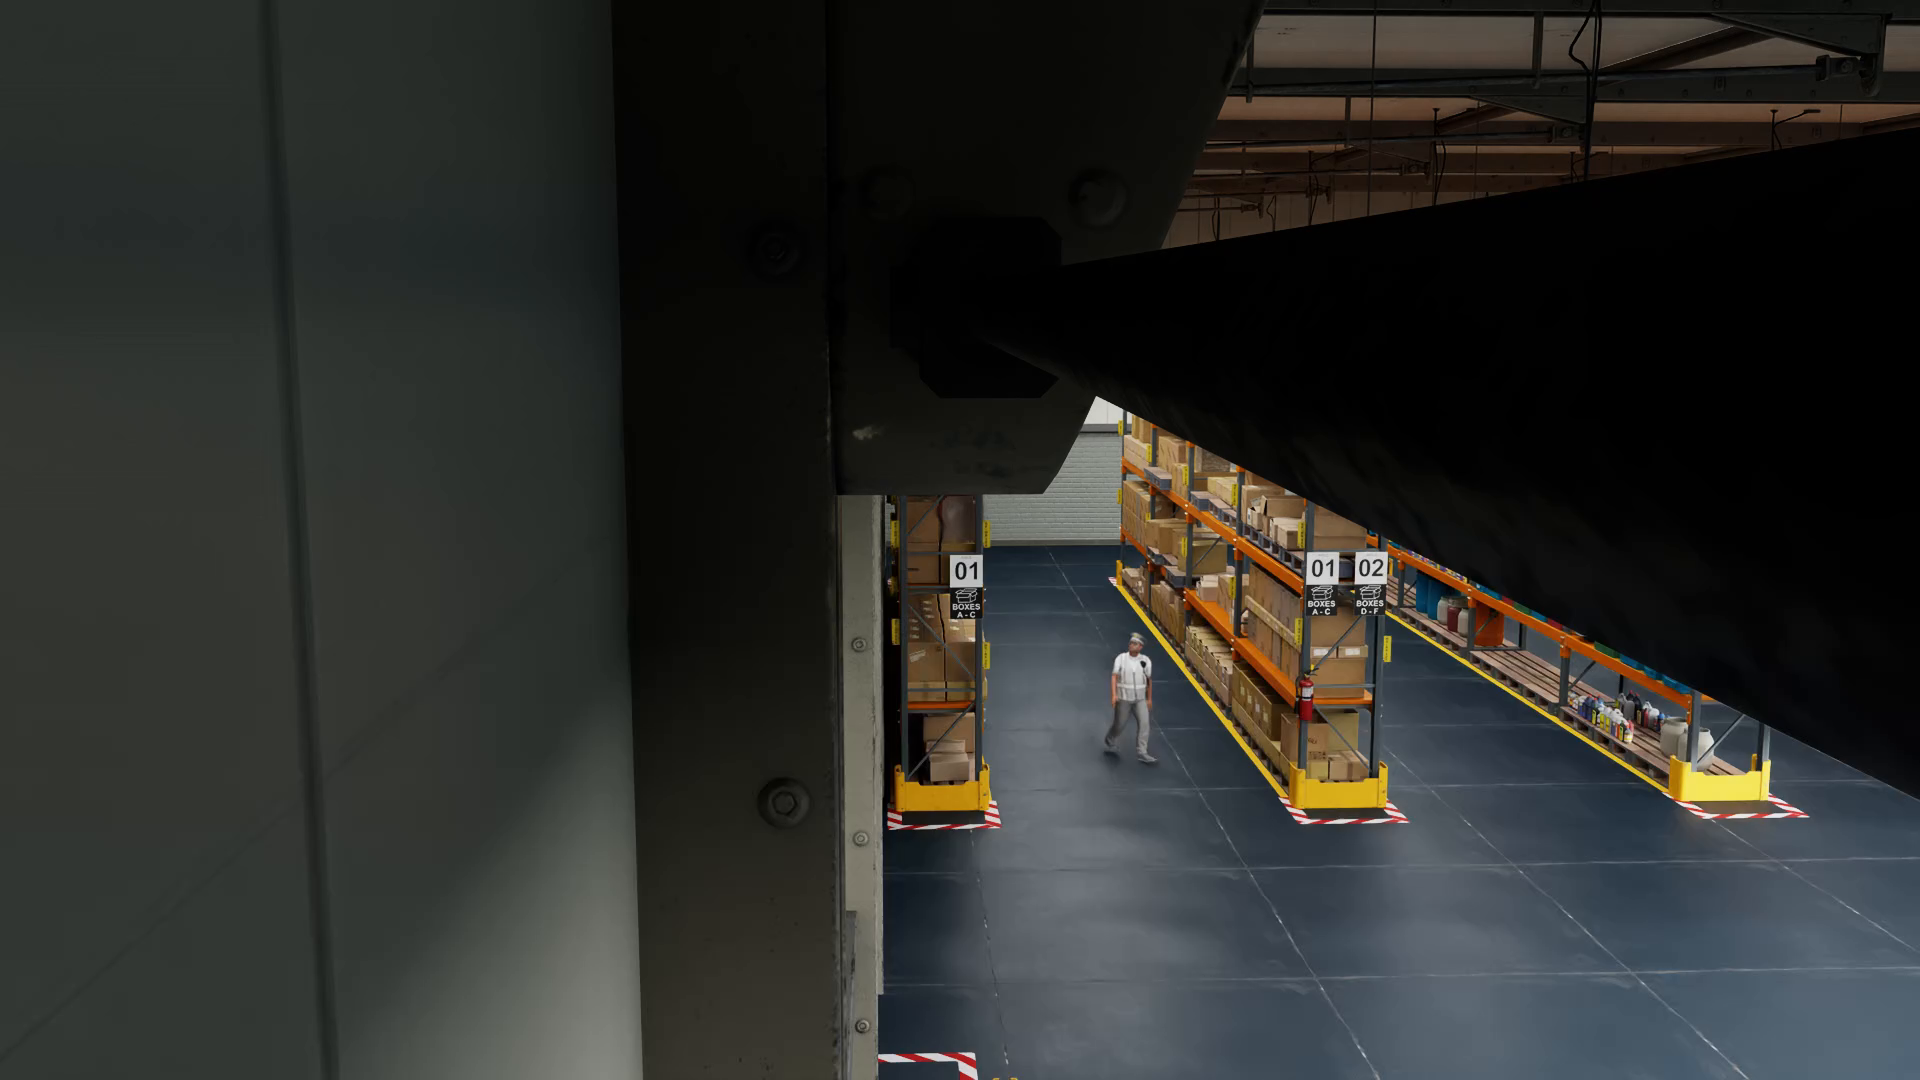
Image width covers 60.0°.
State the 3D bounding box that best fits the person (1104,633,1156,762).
[{"bbox_3d":[2.325,2.133,22.772,0.648,1.723,0.972,-3,9,-22],"label":"person"}]
